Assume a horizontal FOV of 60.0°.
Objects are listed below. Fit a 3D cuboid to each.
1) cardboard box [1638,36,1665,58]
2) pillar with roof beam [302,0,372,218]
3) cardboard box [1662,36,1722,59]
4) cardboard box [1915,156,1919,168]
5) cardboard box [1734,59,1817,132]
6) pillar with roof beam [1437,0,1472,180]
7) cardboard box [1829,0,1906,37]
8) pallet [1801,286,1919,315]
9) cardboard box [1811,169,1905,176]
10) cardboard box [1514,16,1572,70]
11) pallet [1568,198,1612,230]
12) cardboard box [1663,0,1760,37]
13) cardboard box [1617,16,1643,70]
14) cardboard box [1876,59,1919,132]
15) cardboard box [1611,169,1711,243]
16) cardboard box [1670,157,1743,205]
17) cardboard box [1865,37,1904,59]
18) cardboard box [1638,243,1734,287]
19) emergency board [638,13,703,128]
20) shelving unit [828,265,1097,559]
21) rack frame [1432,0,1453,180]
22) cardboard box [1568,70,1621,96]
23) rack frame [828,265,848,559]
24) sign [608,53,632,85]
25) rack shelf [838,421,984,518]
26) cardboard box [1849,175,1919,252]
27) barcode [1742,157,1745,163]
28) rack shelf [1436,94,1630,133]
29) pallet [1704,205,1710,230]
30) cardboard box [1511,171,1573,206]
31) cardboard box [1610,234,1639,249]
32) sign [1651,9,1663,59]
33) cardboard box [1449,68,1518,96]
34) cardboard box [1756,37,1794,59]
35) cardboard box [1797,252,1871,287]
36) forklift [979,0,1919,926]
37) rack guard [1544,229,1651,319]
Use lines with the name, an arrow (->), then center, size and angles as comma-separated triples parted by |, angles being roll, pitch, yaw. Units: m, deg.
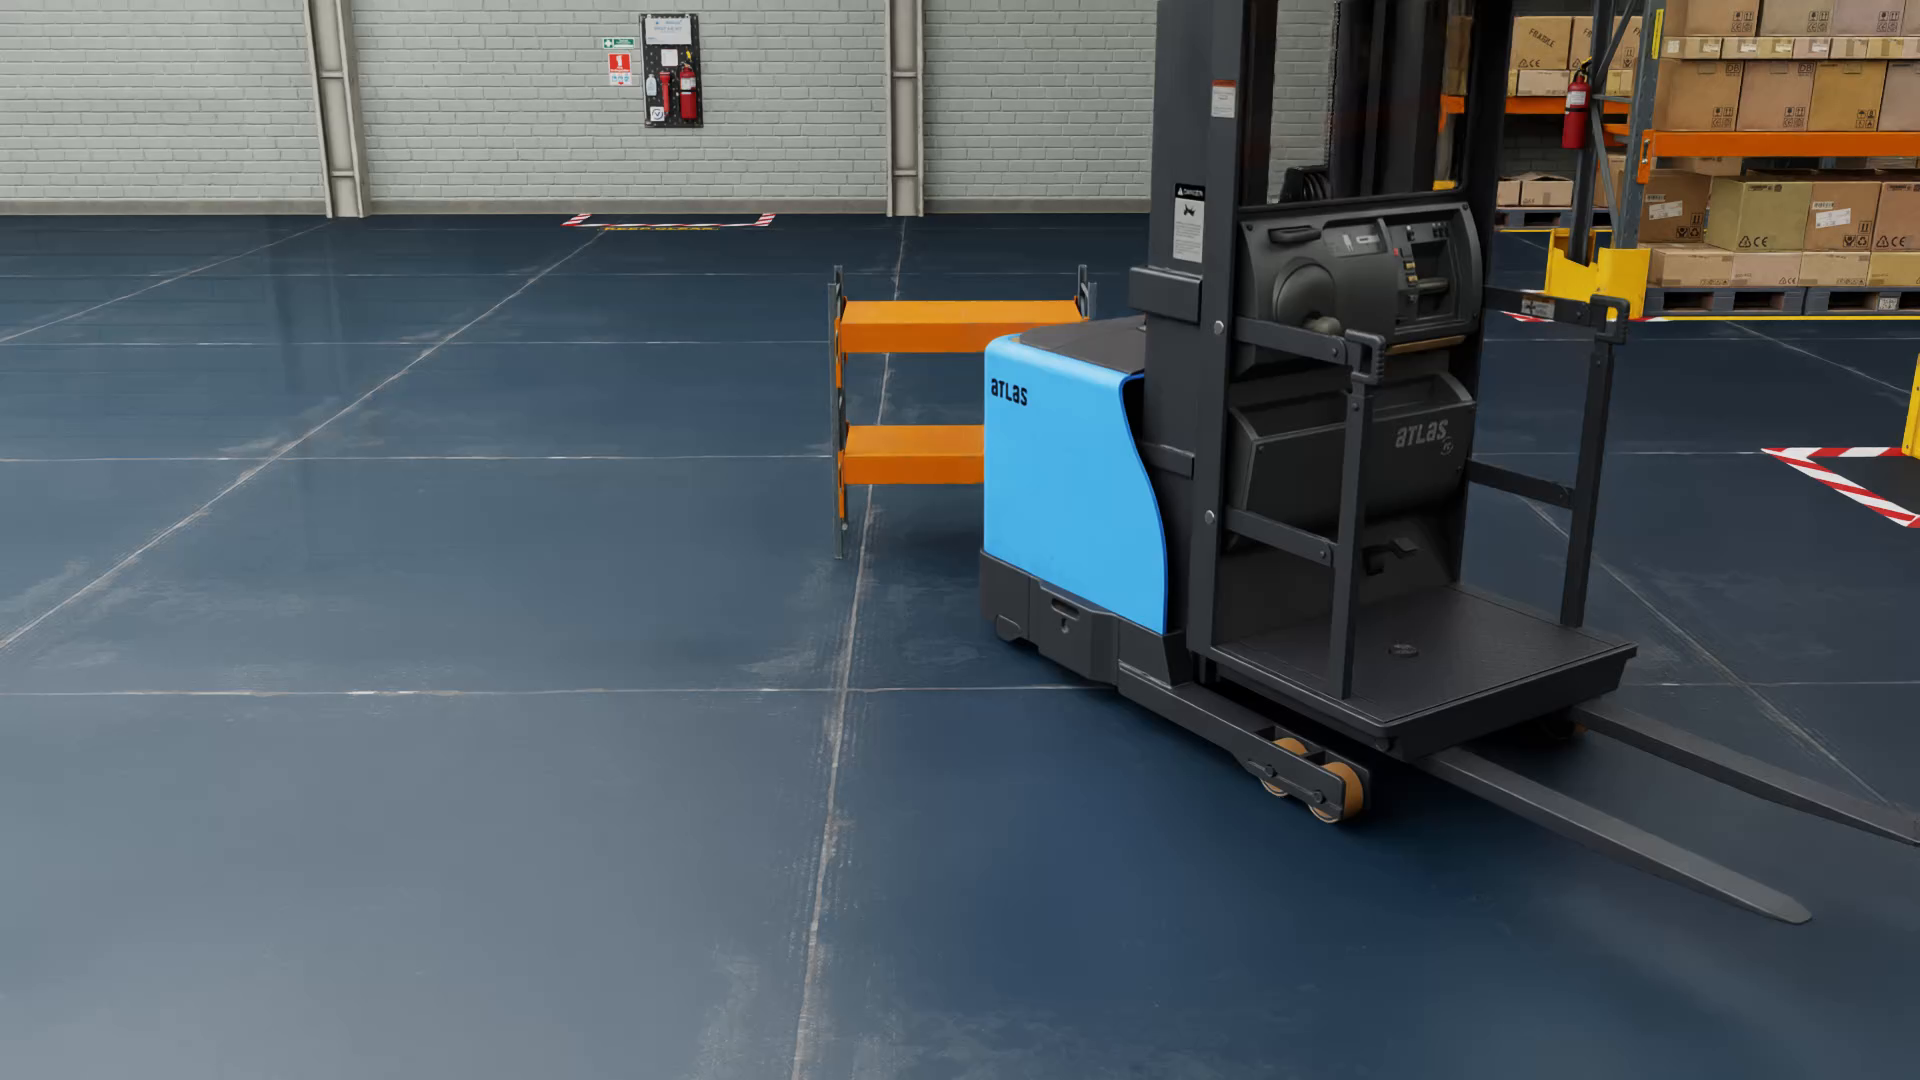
cardboard box -> 5.184, -3.625, 12.212 | 0.250, 0.149, 0.380 | -1, 18, -2
pillar with roof beam -> -6.521, -6.473, 12.495 | 0.400, 9.000, 9.100 | 0, 18, -1
cardboard box -> 5.201, -3.501, 11.826 | 0.250, 0.149, 0.380 | 0, 18, -1
cardboard box -> 9.974, -3.787, 17.313 | 0.500, 0.500, 0.700 | -1, 18, -2
cardboard box -> 5.797, -3.259, 12.132 | 0.500, 0.500, 0.700 | 0, 18, 1
pillar with roof beam -> 5.478, -6.531, 12.675 | 0.400, 9.000, 9.100 | 0, 18, -1
cardboard box -> 6.355, -3.880, 11.943 | 0.500, 0.500, 0.700 | 0, 18, -1
pallet -> 6.786, -1.902, 12.632 | 1.213, 0.211, 1.003 | 0, 18, -1
cardboard box -> 6.836, -2.561, 12.708 | 0.500, 0.500, 0.500 | 0, 18, -1
cardboard box -> 5.700, -4.927, 16.480 | 0.500, 0.500, 0.500 | 0, 18, -1
pallet -> 6.829, -3.392, 17.277 | 1.213, 0.211, 1.003 | 0, 18, -1
cardboard box -> 5.325, -3.873, 11.922 | 0.500, 0.500, 0.700 | 0, 18, -1
cardboard box -> 6.732, -4.933, 16.501 | 0.500, 0.500, 0.500 | 0, 18, 1
cardboard box -> 6.820, -3.263, 12.145 | 0.500, 0.500, 0.700 | 0, 18, 1
cardboard box -> 5.337, -2.550, 12.672 | 0.500, 0.500, 0.500 | 0, 18, -1
cardboard box -> 7.686, -3.743, 17.177 | 0.500, 0.500, 0.500 | -2, 18, -5
cardboard box -> 6.489, -3.508, 11.847 | 0.250, 0.149, 0.380 | -1, 18, -2
cardboard box -> 5.345, -2.034, 12.292 | 0.500, 0.250, 0.500 | 0, 18, -1
emergency board -> -3.061, -4.960, 17.599 | 0.643, 1.169, 0.194 | 0, 18, -1
shelving unit -> 0.007, -0.536, 6.876 | 1.048, 1.125, 0.538 | 0, 18, -1
rack frame -> 4.723, -4.722, 16.856 | 0.127, 3.000, 1.000 | 0, 18, -1
cardboard box -> 6.245, -4.573, 16.604 | 0.500, 0.250, 0.500 | -1, 18, -2
rack frame -> -0.502, -0.533, 6.868 | 0.032, 1.125, 0.500 | 0, 18, -1
sign -> -3.616, -5.006, 17.683 | 0.234, 0.329, 0.001 | 0, 18, -1
rack shelf -> 0.007, -0.303, 6.951 | 1.000, 0.278, 0.538 | 0, 18, -1
cardboard box -> 6.845, -2.398, 12.197 | 0.500, 0.500, 0.500 | 0, 18, -1
barcode -> 8.179, -3.983, 17.402 | 0.075, 0.075, 0.001 | 0, 18, -1
rack shelf -> 6.723, -4.389, 16.996 | 4.000, 0.370, 1.077 | 0, 18, -1
pallet -> 8.052, -3.399, 17.298 | 1.213, 0.211, 1.003 | 0, 18, -1
cardboard box -> 5.987, -3.629, 17.133 | 0.500, 0.311, 0.500 | 1, 18, 4
cardboard box -> 5.337, -2.192, 12.785 | 0.500, 0.250, 0.500 | 0, 18, -1
sign -> 4.808, -3.489, 11.467 | 0.005, 0.325, 0.100 | 0, 18, -1
cardboard box -> 5.216, -4.565, 16.581 | 0.500, 0.250, 0.500 | -1, 18, -2
cardboard box -> 5.714, -3.504, 11.835 | 0.250, 0.149, 0.380 | 0, 18, -1
cardboard box -> 6.345, -2.040, 12.310 | 0.500, 0.250, 0.500 | 0, 18, -1
forklift -> 1.299, -0.777, 4.672 | 1.130, 2.935, 3.031 | -11, 21, -32
rack guard -> 4.781, -2.018, 12.521 | 0.348, 0.500, 1.175 | 0, 18, -1
